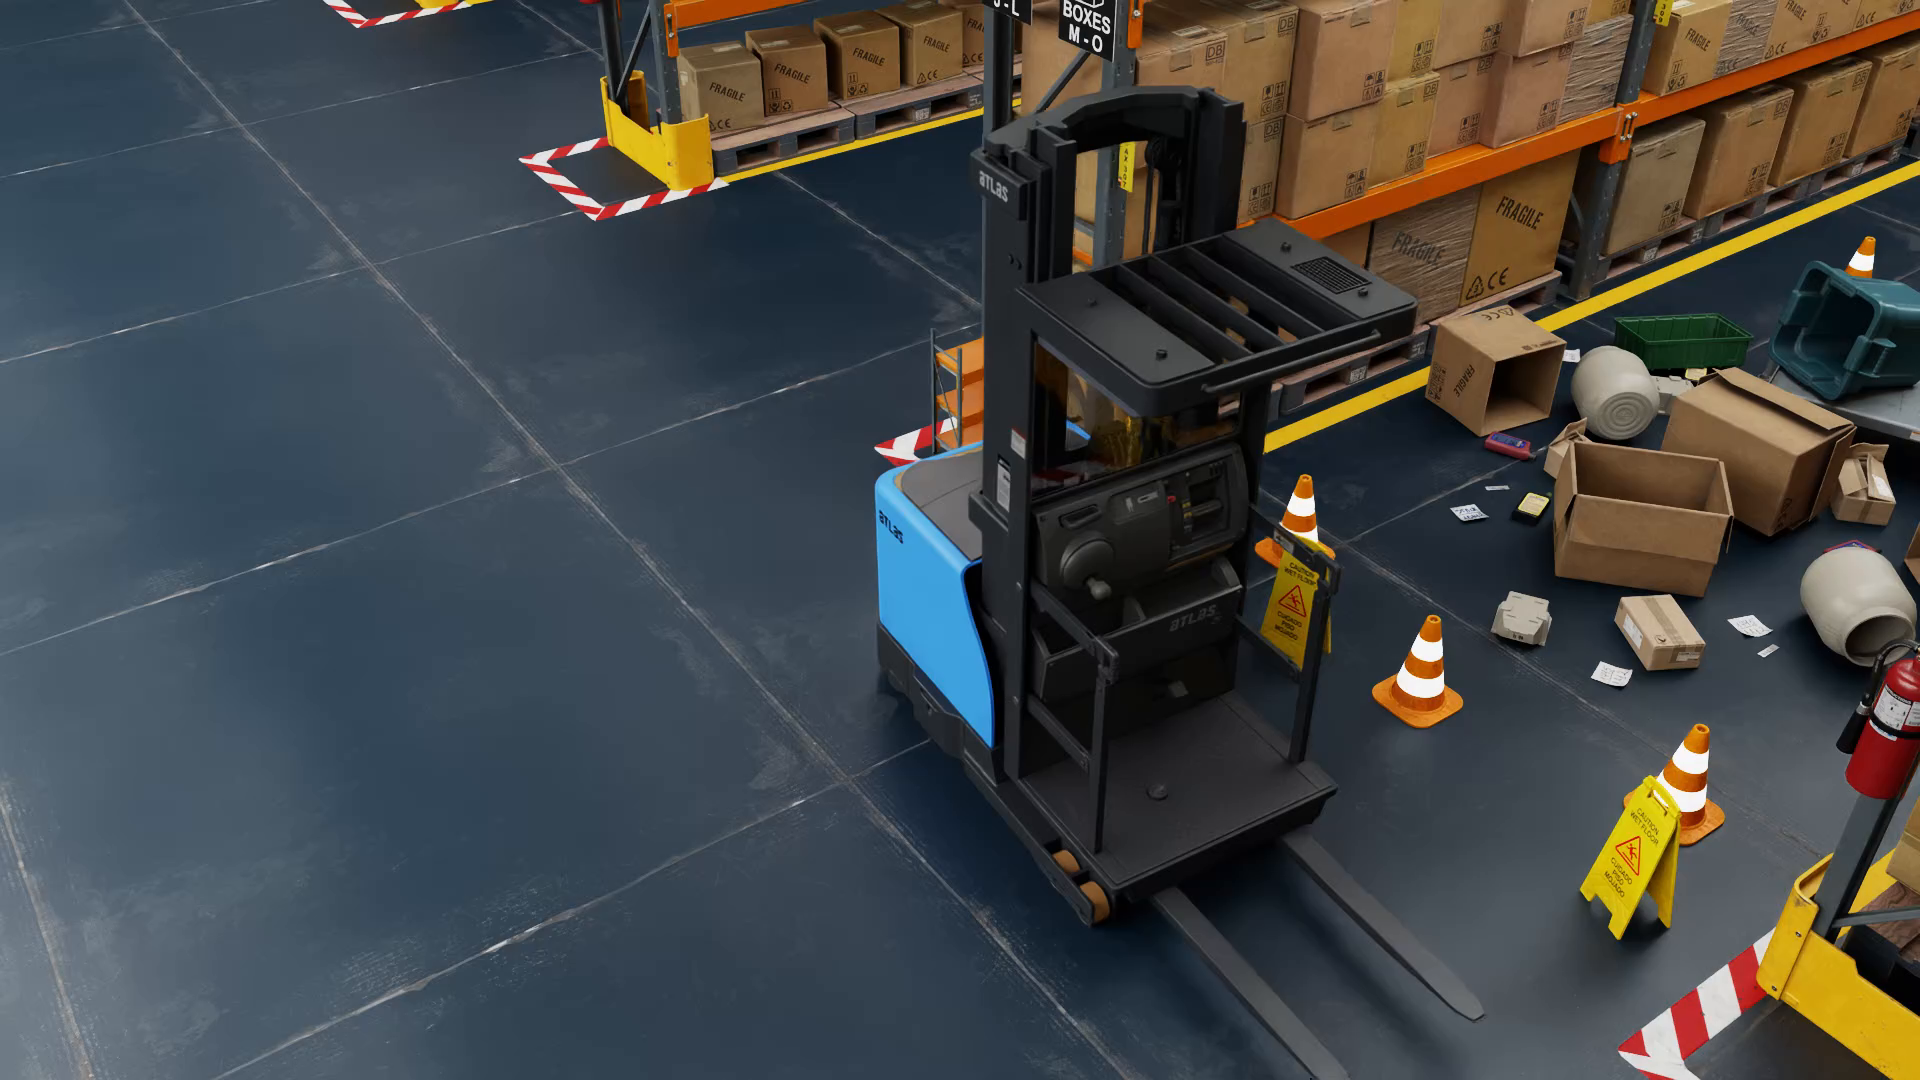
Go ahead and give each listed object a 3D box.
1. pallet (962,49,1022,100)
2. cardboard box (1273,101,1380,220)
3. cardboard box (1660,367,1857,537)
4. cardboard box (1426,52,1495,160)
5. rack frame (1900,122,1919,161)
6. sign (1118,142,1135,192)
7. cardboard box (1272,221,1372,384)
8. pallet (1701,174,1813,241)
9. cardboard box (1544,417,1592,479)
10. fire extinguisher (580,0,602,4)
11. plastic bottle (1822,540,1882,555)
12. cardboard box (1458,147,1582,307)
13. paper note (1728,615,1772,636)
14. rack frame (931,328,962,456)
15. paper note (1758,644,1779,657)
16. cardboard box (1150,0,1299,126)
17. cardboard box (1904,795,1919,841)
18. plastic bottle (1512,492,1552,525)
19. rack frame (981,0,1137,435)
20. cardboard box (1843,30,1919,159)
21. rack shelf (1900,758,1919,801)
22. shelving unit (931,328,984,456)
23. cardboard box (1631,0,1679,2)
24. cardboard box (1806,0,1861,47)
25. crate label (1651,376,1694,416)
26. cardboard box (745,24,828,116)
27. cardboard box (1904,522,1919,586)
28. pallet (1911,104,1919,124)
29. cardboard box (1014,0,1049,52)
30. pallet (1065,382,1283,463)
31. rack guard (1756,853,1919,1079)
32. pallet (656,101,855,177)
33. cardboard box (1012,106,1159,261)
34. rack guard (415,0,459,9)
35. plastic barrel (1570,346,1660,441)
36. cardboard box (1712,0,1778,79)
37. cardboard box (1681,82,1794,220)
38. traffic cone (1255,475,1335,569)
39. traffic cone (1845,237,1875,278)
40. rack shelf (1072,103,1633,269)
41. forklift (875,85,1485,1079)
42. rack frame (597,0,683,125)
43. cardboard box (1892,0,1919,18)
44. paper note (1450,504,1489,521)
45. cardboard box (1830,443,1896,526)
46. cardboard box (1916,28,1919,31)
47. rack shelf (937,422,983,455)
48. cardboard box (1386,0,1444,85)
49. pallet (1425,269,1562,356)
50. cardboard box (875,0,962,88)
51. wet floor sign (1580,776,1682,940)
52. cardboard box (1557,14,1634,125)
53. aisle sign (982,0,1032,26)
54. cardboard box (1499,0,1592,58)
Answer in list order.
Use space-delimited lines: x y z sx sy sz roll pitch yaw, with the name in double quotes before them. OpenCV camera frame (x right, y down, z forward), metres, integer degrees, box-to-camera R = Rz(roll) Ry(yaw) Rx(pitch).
"pallet" 0.418 -4.019 13.971 1.213 0.211 1.003 -22 41 -28
"cardboard box" 1.696 -2.179 8.895 0.550 0.550 0.875 -22 41 -28
"cardboard box" 4.123 -0.478 8.681 0.503 0.637 0.797 -22 41 -28
"cardboard box" 2.481 -2.603 9.485 0.550 0.550 0.875 -22 41 -28
"rack frame" 6.991 -4.338 12.027 0.127 3.000 1.000 -22 41 -28
"sign" 0.767 -1.764 7.638 0.005 0.325 0.100 -22 41 -28
"cardboard box" 1.686 -1.512 9.557 0.875 0.875 0.875 -23 42 -29
"pallet" 5.307 -2.569 11.955 1.213 0.211 1.003 -22 41 -28
"cardboard box" 3.378 -0.426 8.928 0.258 0.266 0.396 -15 38 -20
"fire extinguisher" -2.682 -4.199 11.899 0.183 0.674 0.296 -22 41 -28
"plastic bottle" 4.521 0.067 8.417 0.283 0.061 0.133 -15 38 -20
"cardboard box" 3.167 -2.123 10.406 0.875 0.875 0.875 -22 41 -27
"paper note" 3.793 0.409 7.979 0.142 0.019 0.148 -9 37 -12
"rack frame" -0.064 -0.461 8.176 0.015 1.200 0.240 -22 41 -28
"paper note" 3.808 0.521 7.830 0.123 0.001 0.032 -22 41 -28
"cardboard box" 1.174 -2.482 8.392 0.550 0.550 0.875 -22 41 -28
"cardboard box" 3.891 0.928 6.057 0.500 0.500 0.500 -22 41 -28
"plastic bottle" 3.024 -0.183 8.766 0.133 0.061 0.283 22 41 28
"rack frame" 0.452 -1.648 8.285 0.127 3.000 1.000 -22 41 -28
"cardboard box" 6.442 -3.434 12.336 0.750 0.750 1.050 -23 42 -28
"rack shelf" 5.021 0.300 6.193 4.000 0.370 1.077 -22 41 -28
"shelving unit" 0.135 -0.543 8.290 0.503 1.200 0.258 -22 41 -28
"cardboard box" 4.124 -3.609 10.071 0.500 0.500 0.700 -23 42 -29
"cardboard box" 5.544 -3.590 10.900 0.500 0.500 0.500 -22 41 -27
"crate label" 4.098 -0.841 9.616 0.298 0.136 0.250 9 37 12
"cardboard box" -1.334 -3.624 12.814 0.500 0.500 0.500 -12 37 -16
"cardboard box" 4.996 0.060 8.049 0.500 0.500 0.500 3 36 4
"pallet" 7.631 -3.468 13.205 1.213 0.211 1.003 -22 41 -28
"cardboard box" 0.597 -4.434 13.941 0.500 0.500 0.500 -24 42 -29
"pallet" 1.061 -0.822 9.525 1.213 0.211 1.003 -22 41 -28
"rack guard" 3.448 1.670 5.813 0.348 0.500 1.175 -22 41 -28
"pallet" -1.576 -3.199 12.830 1.213 0.211 1.003 -22 41 -28
"cardboard box" 0.729 -1.855 8.445 0.550 0.550 0.875 -22 41 -28
"rack guard" -5.141 -5.446 15.707 0.348 0.500 1.175 -22 41 -28
"plastic barrel" 3.678 -0.833 9.360 0.421 0.421 0.512 3 36 4
"cardboard box" 4.719 -3.252 10.431 0.500 0.500 0.500 -22 41 -28
"cardboard box" 4.968 -2.825 11.489 0.750 0.750 1.050 -22 41 -28
"traffic cone" 1.704 -0.119 8.332 0.334 0.463 0.336 -22 41 -28
"traffic cone" 5.688 -1.693 10.522 0.334 0.463 0.336 -22 41 -28
"rack shelf" 2.087 -2.028 9.430 4.000 0.370 1.077 -22 41 -28
"forklift" 0.798 -0.003 6.057 1.130 2.935 3.031 -19 40 -24
"rack frame" -2.323 -4.049 11.624 0.127 3.000 1.000 -22 41 -28
"cardboard box" 6.369 -3.932 11.376 0.500 0.500 0.500 -22 41 -28
"paper note" 2.678 -0.145 8.740 0.142 0.017 0.144 -9 37 -12
"cardboard box" 4.754 -0.305 8.760 0.258 0.266 0.396 9 37 12
"cardboard box" 7.399 -4.154 12.909 0.500 0.250 0.500 -23 42 -29
"rack shelf" 0.135 -0.488 8.330 0.480 0.148 0.258 -22 41 -28
"cardboard box" 2.068 -2.846 8.898 0.500 0.550 0.875 -22 41 -28
"pallet" 3.055 -1.642 10.666 1.213 0.211 1.003 -22 41 -28
"cardboard box" -0.329 -3.992 13.326 0.500 0.500 0.500 -26 43 -32
"wet floor sign" 2.615 1.190 6.356 0.232 0.644 0.267 -9 37 -12
"cardboard box" 3.427 -2.924 9.932 0.550 0.550 0.875 -22 41 -28
"aisle sign" 0.221 -2.822 7.692 0.004 0.787 0.394 -22 41 -28
"cardboard box" 3.018 -3.144 9.313 0.550 0.550 0.875 -22 41 -28
